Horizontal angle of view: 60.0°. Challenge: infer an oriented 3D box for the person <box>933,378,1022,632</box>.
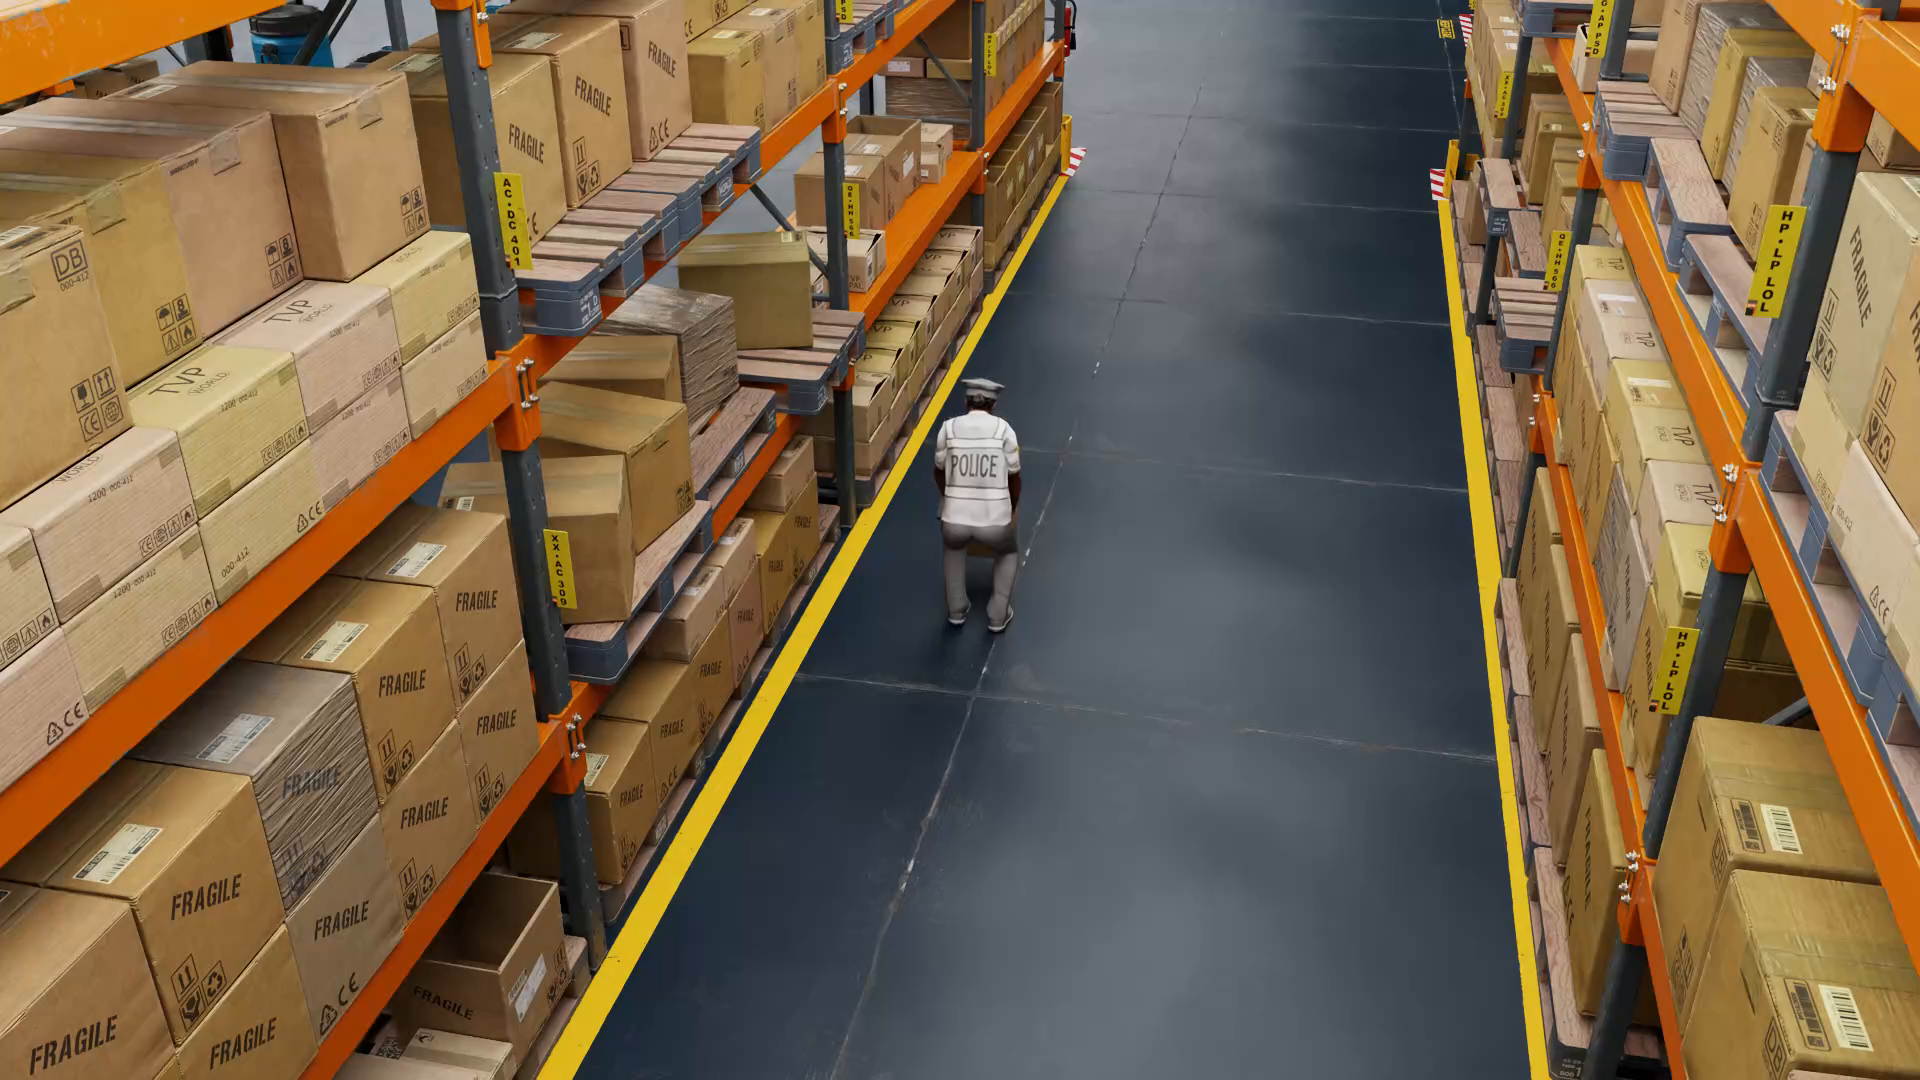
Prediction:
[{"bbox_3d":[0.082,-0.183,9.236,0.496,1.388,0.707,6,29,10],"label":"person"}]
